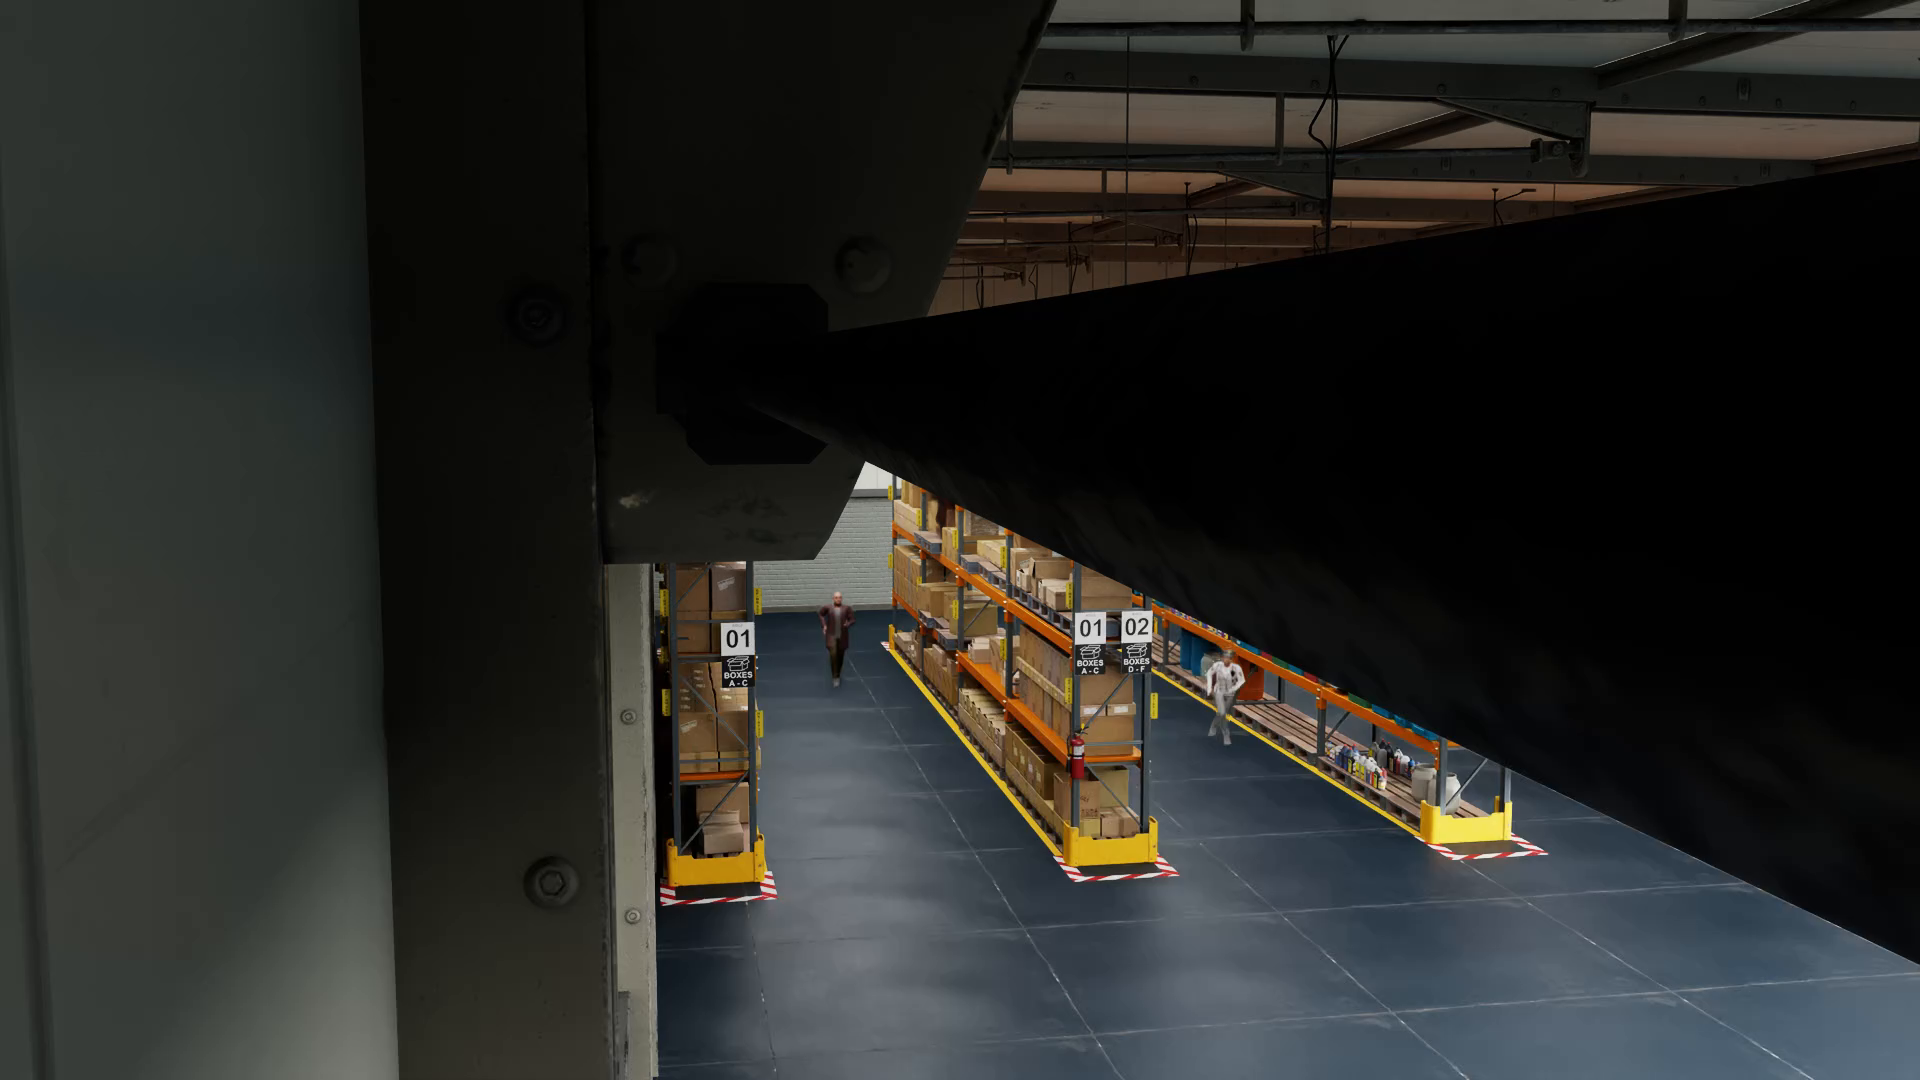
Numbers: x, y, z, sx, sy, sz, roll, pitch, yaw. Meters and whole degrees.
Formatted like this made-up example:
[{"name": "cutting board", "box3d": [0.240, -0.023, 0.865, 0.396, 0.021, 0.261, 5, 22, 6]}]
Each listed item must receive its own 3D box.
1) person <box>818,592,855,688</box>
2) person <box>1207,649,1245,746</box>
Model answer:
[{"name": "person", "box3d": [-2.401, 1.912, 32.596, 0.704, 1.802, 1.047, -1, 6, -10]}, {"name": "person", "box3d": [4.400, 2.565, 27.673, 0.619, 1.624, 0.806, 0, 6, 0]}]
